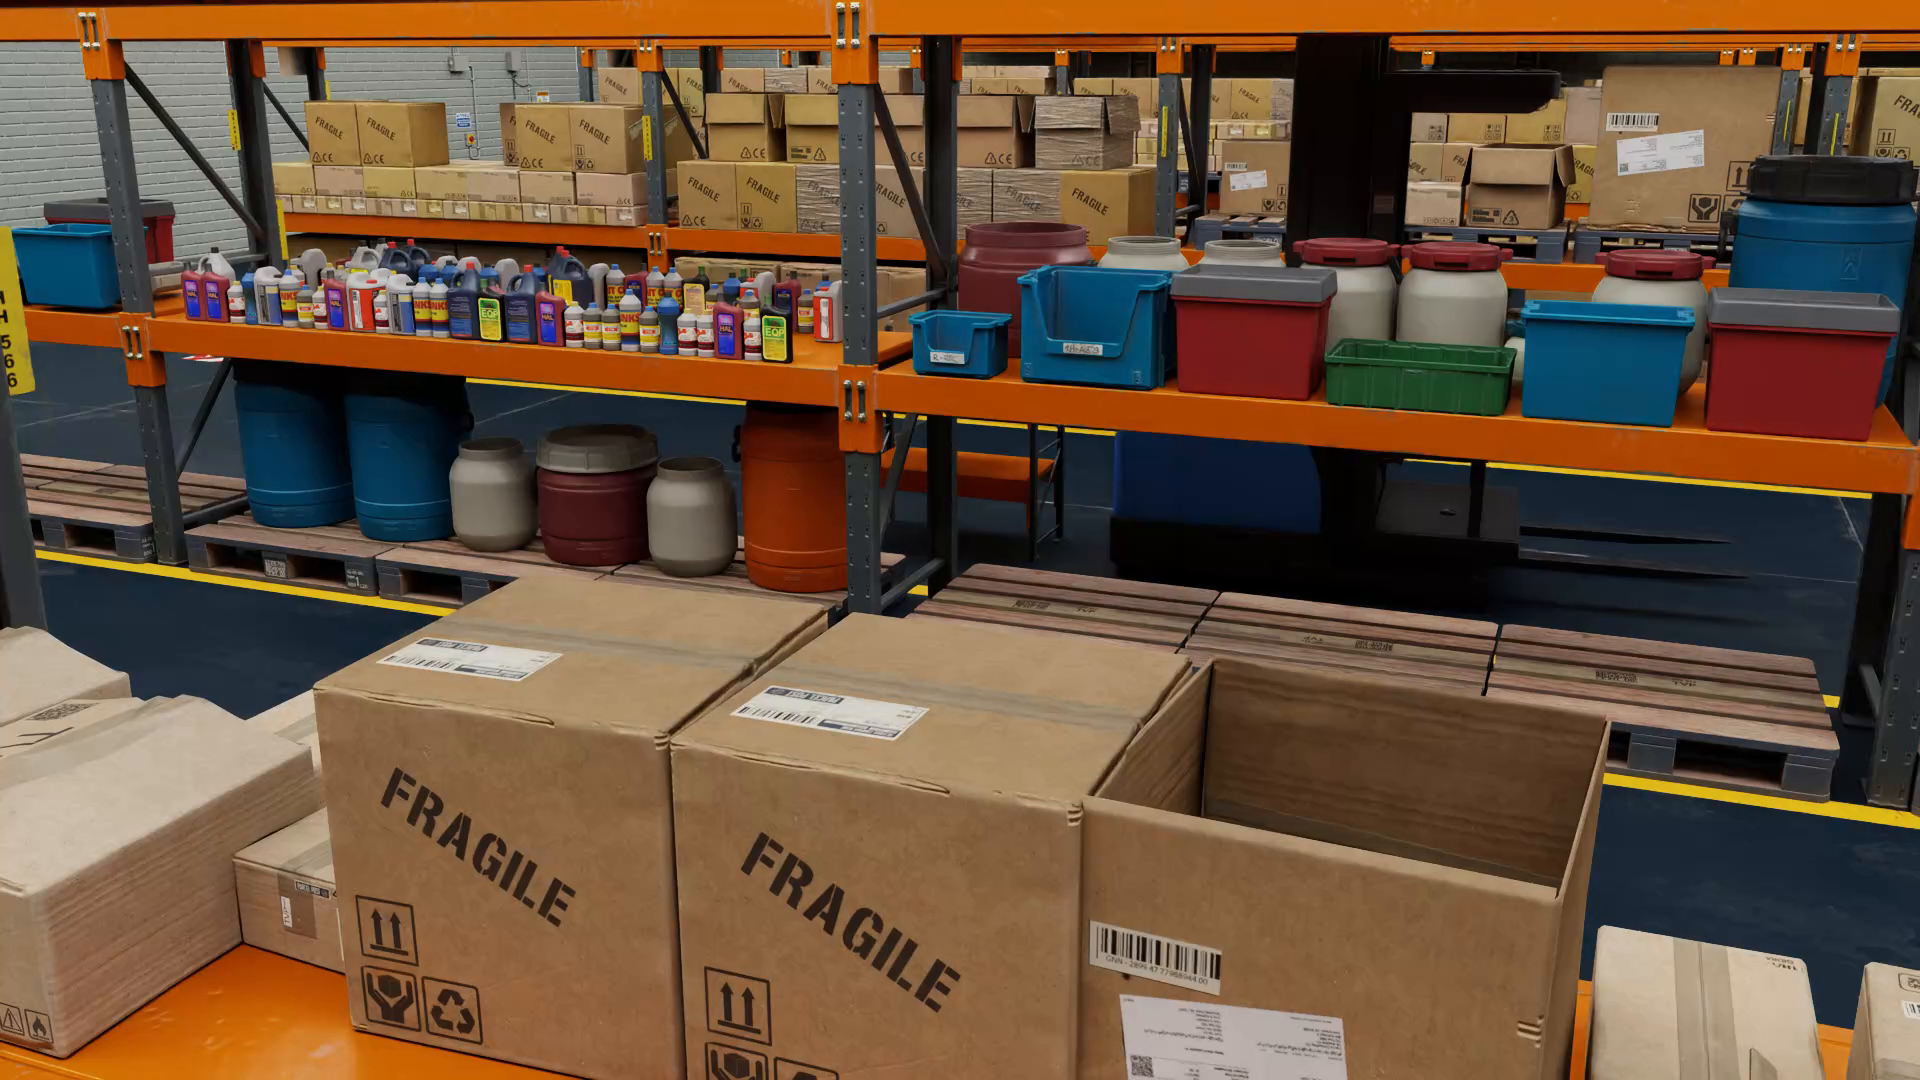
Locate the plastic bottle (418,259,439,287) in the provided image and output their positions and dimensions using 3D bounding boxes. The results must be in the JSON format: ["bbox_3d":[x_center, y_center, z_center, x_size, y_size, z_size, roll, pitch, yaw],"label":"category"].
[{"bbox_3d":[-2.706,-1.295,8.484,0.097,0.271,0.097,0,16,0],"label":"plastic bottle"}]

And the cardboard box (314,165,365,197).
[{"bbox_3d":[-5.042,-3.030,13.967,0.500,0.250,0.500,6,17,20],"label":"cardboard box"}]

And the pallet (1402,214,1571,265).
[{"bbox_3d":[3.423,-2.028,11.122,1.213,0.211,1.003,6,17,21],"label":"pallet"}]

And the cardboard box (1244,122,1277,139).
[{"bbox_3d":[2.856,-3.886,15.808,0.250,0.149,0.380,6,17,18],"label":"cardboard box"}]

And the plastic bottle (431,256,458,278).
[{"bbox_3d":[-2.678,-1.331,8.601,0.135,0.276,0.152,6,17,21],"label":"plastic bottle"}]

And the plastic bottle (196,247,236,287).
[{"bbox_3d":[-3.726,-1.288,8.320,0.185,0.351,0.144,6,17,21],"label":"plastic bottle"}]

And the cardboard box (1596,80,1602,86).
[{"bbox_3d":[7.501,-5.254,19.263,0.250,0.149,0.380,6,17,18],"label":"cardboard box"}]

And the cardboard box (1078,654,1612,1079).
[{"bbox_3d":[0.450,0.482,1.955,0.500,0.500,0.500,8,18,25],"label":"cardboard box"}]

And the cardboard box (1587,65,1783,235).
[{"bbox_3d":[4.599,-2.510,10.609,1.000,1.000,1.000,6,17,21],"label":"cardboard box"}]

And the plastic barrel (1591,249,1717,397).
[{"bbox_3d":[2.660,-0.838,6.436,0.433,0.535,0.433,0,16,0],"label":"plastic barrel"}]

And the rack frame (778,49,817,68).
[{"bbox_3d":[-2.240,-5.700,23.428,0.127,3.000,1.000,6,17,21],"label":"rack frame"}]

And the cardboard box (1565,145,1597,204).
[{"bbox_3d":[5.677,-3.314,15.029,0.500,0.500,0.500,6,17,21],"label":"cardboard box"}]

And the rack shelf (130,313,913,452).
[{"bbox_3d":[-2.112,-0.886,8.136,4.000,0.370,1.077,6,17,21],"label":"rack shelf"}]

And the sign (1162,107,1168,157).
[{"bbox_3d":[1.366,-2.723,11.098,0.005,0.325,0.100,6,17,21],"label":"sign"}]

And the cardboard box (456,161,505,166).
[{"bbox_3d":[-3.896,-3.064,14.082,0.500,0.250,0.500,6,17,21],"label":"cardboard box"}]

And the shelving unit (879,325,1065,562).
[{"bbox_3d":[-0.006,-0.541,9.019,1.048,1.125,0.538,6,17,21],"label":"shelving unit"}]

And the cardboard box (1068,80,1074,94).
[{"bbox_3d":[2.011,-7.231,27.092,0.500,0.500,0.500,6,17,19],"label":"cardboard box"}]

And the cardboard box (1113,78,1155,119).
[{"bbox_3d":[2.269,-5.655,21.299,0.500,0.500,0.500,6,17,20],"label":"cardboard box"}]

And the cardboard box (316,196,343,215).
[{"bbox_3d":[-5.189,-2.835,14.011,0.250,0.149,0.380,6,17,19],"label":"cardboard box"}]

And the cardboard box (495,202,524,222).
[{"bbox_3d":[-3.516,-2.652,13.378,0.250,0.149,0.380,7,17,22],"label":"cardboard box"}]

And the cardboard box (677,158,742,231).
[{"bbox_3d":[-1.819,-2.657,12.766,0.500,0.500,0.500,6,17,21],"label":"cardboard box"}]

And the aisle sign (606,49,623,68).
[{"bbox_3d":[-3.920,-5.740,18.902,0.004,0.787,0.394,6,17,21],"label":"aisle sign"}]

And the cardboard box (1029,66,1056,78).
[{"bbox_3d":[1.078,-6.080,21.599,0.250,0.149,0.380,6,17,20],"label":"cardboard box"}]

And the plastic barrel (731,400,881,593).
[{"bbox_3d":[-0.712,-0.232,7.732,0.708,0.830,0.600,6,17,21],"label":"plastic barrel"}]

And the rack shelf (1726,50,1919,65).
[{"bbox_3d":[12.602,-6.651,22.613,4.000,0.370,1.077,6,17,21],"label":"rack shelf"}]

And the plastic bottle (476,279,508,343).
[{"bbox_3d":[-2.143,-1.051,7.624,0.133,0.283,0.061,6,17,21],"label":"plastic bottle"}]

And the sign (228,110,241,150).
[{"bbox_3d":[-6.085,-3.440,13.950,0.005,0.325,0.100,6,17,21],"label":"sign"}]

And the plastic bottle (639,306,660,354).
[{"bbox_3d":[-1.371,-0.932,7.361,0.097,0.201,0.097,0,16,0],"label":"plastic bottle"}]

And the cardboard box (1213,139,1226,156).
[{"bbox_3d":[2.605,-3.771,15.946,0.250,0.149,0.380,7,18,23],"label":"cardboard box"}]

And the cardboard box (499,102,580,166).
[{"bbox_3d":[-3.448,-3.371,13.797,0.500,0.500,0.500,6,17,19],"label":"cardboard box"}]

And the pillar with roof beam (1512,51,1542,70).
[{"bbox_3d":[6.984,-8.034,20.708,0.400,9.000,9.100,6,17,21],"label":"pillar with roof beam"}]

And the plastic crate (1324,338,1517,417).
[{"bbox_3d":[1.746,-0.621,6.313,0.662,0.188,0.450,6,17,21],"label":"plastic crate"}]

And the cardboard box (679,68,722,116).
[{"bbox_3d":[-2.694,-4.853,18.005,0.500,0.500,0.500,6,17,19],"label":"cardboard box"}]

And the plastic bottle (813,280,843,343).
[{"bbox_3d":[-0.591,-1.056,7.654,0.135,0.276,0.152,6,17,21],"label":"plastic bottle"}]

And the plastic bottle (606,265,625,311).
[{"bbox_3d":[-1.707,-1.230,8.263,0.097,0.271,0.097,0,16,0],"label":"plastic bottle"}]

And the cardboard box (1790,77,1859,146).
[{"bbox_3d":[7.532,-3.722,14.410,0.550,0.550,0.875,6,17,21],"label":"cardboard box"}]

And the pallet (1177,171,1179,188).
[{"bbox_3d":[1.624,-3.687,16.839,1.213,0.211,1.003,6,17,21],"label":"pallet"}]

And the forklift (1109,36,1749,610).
[{"bbox_3d":[2.345,-1.234,8.168,3.031,2.935,1.130,5,17,16],"label":"forklift"}]

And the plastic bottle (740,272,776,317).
[{"bbox_3d":[-0.965,-1.143,7.953,0.135,0.276,0.152,6,17,21],"label":"plastic bottle"}]

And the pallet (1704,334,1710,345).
[{"bbox_3d":[6.456,-1.899,15.335,1.213,0.211,1.003,6,17,21],"label":"pallet"}]

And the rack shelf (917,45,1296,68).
[{"bbox_3d":[1.620,-4.887,16.538,4.000,0.370,1.077,6,17,21],"label":"rack shelf"}]

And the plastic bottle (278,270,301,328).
[{"bbox_3d":[-3.243,-1.172,8.061,0.097,0.271,0.097,0,16,0],"label":"plastic bottle"}]

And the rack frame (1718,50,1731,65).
[{"bbox_3d":[10.741,-5.760,23.636,0.127,3.000,1.000,6,17,21],"label":"rack frame"}]

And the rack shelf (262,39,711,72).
[{"bbox_3d":[-4.015,-4.020,13.552,4.000,0.370,1.077,6,17,21],"label":"rack shelf"}]

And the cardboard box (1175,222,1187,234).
[{"bbox_3d":[2.274,-3.000,16.512,0.500,0.250,0.500,7,17,21],"label":"cardboard box"}]

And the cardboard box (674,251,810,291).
[{"bbox_3d":[-1.552,-1.842,13.196,0.875,0.875,1.225,6,17,21],"label":"cardboard box"}]

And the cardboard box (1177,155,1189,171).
[{"bbox_3d":[2.152,-3.678,16.162,0.250,0.149,0.380,6,17,20],"label":"cardboard box"}]

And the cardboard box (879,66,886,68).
[{"bbox_3d":[-1.026,-6.332,22.467,0.250,0.149,0.380,6,17,21],"label":"cardboard box"}]

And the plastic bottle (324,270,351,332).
[{"bbox_3d":[-2.961,-1.141,7.934,0.133,0.283,0.061,6,17,21],"label":"plastic bottle"}]
